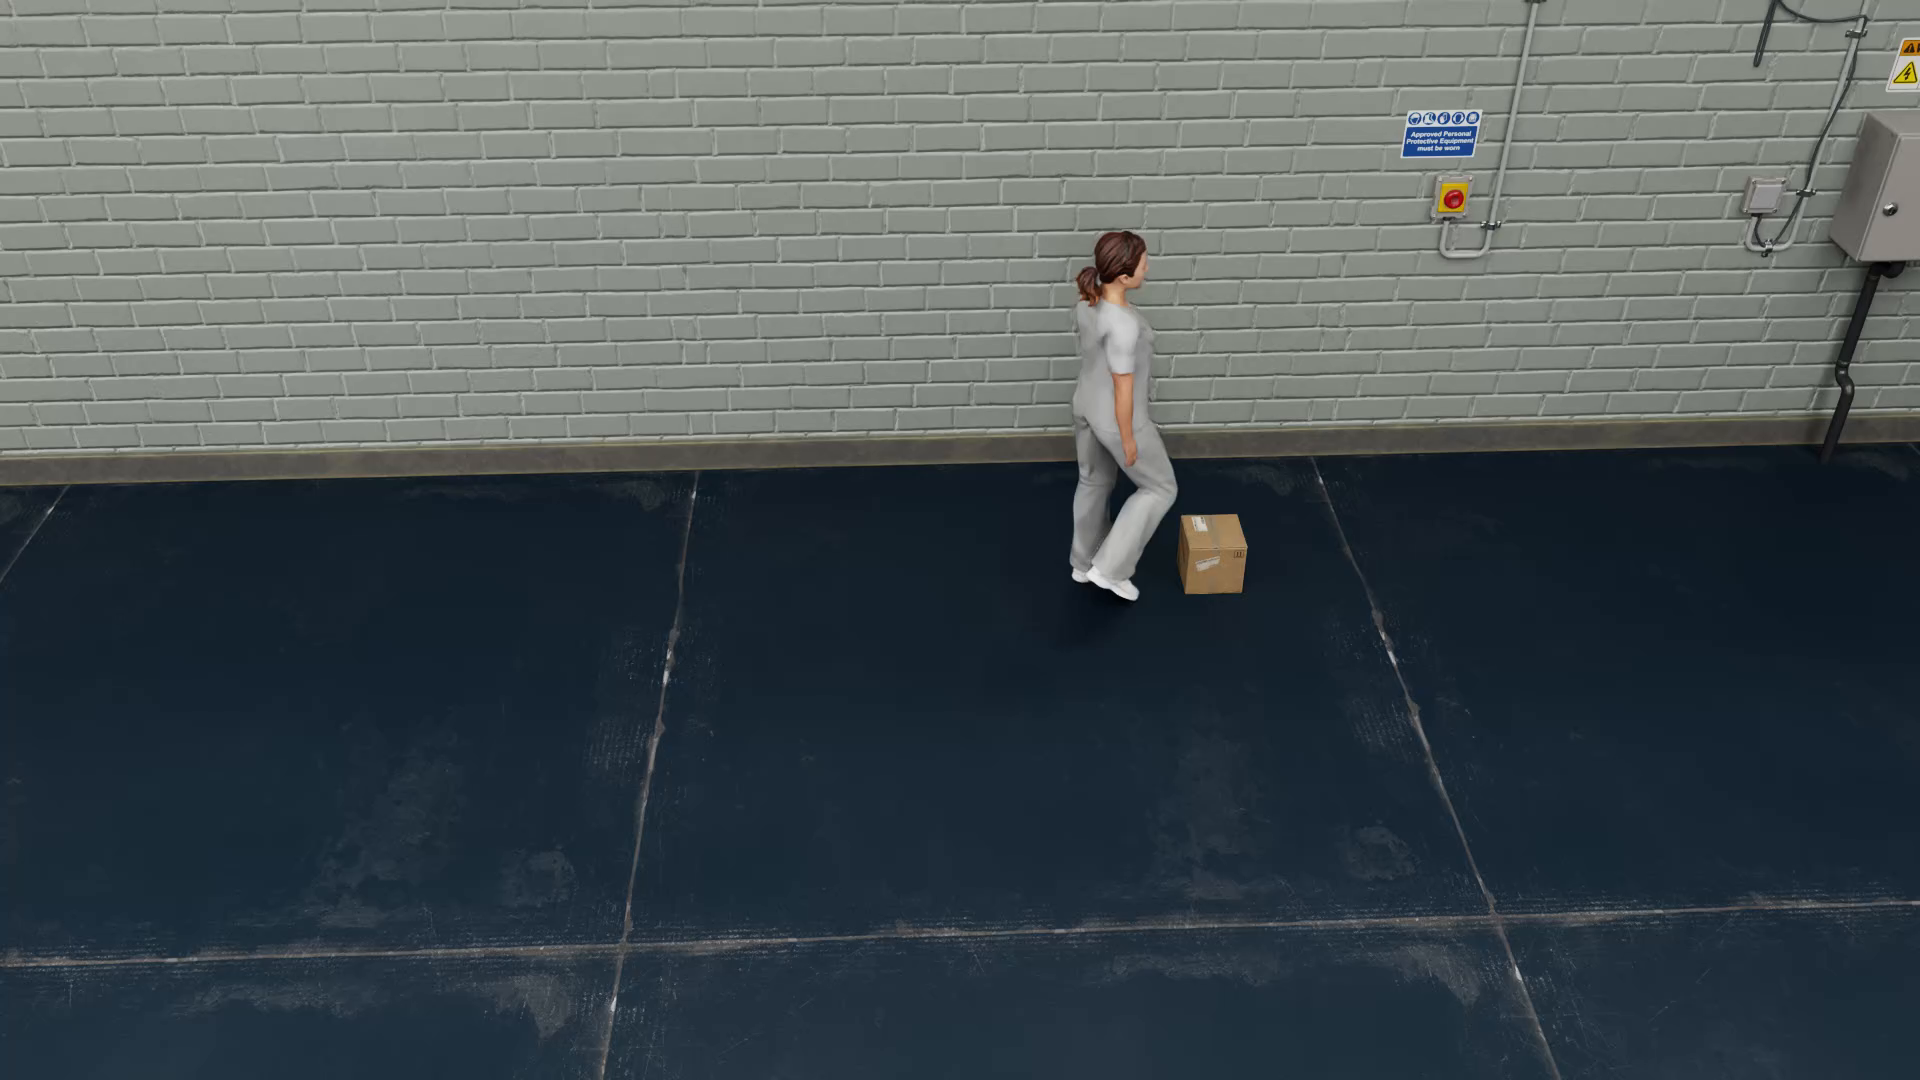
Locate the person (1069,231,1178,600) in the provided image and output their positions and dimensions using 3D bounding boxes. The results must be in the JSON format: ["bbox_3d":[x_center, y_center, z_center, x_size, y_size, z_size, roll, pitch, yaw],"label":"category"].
[{"bbox_3d":[0.646,-0.510,6.858,0.434,1.684,0.460,-14,38,-19],"label":"person"}]
